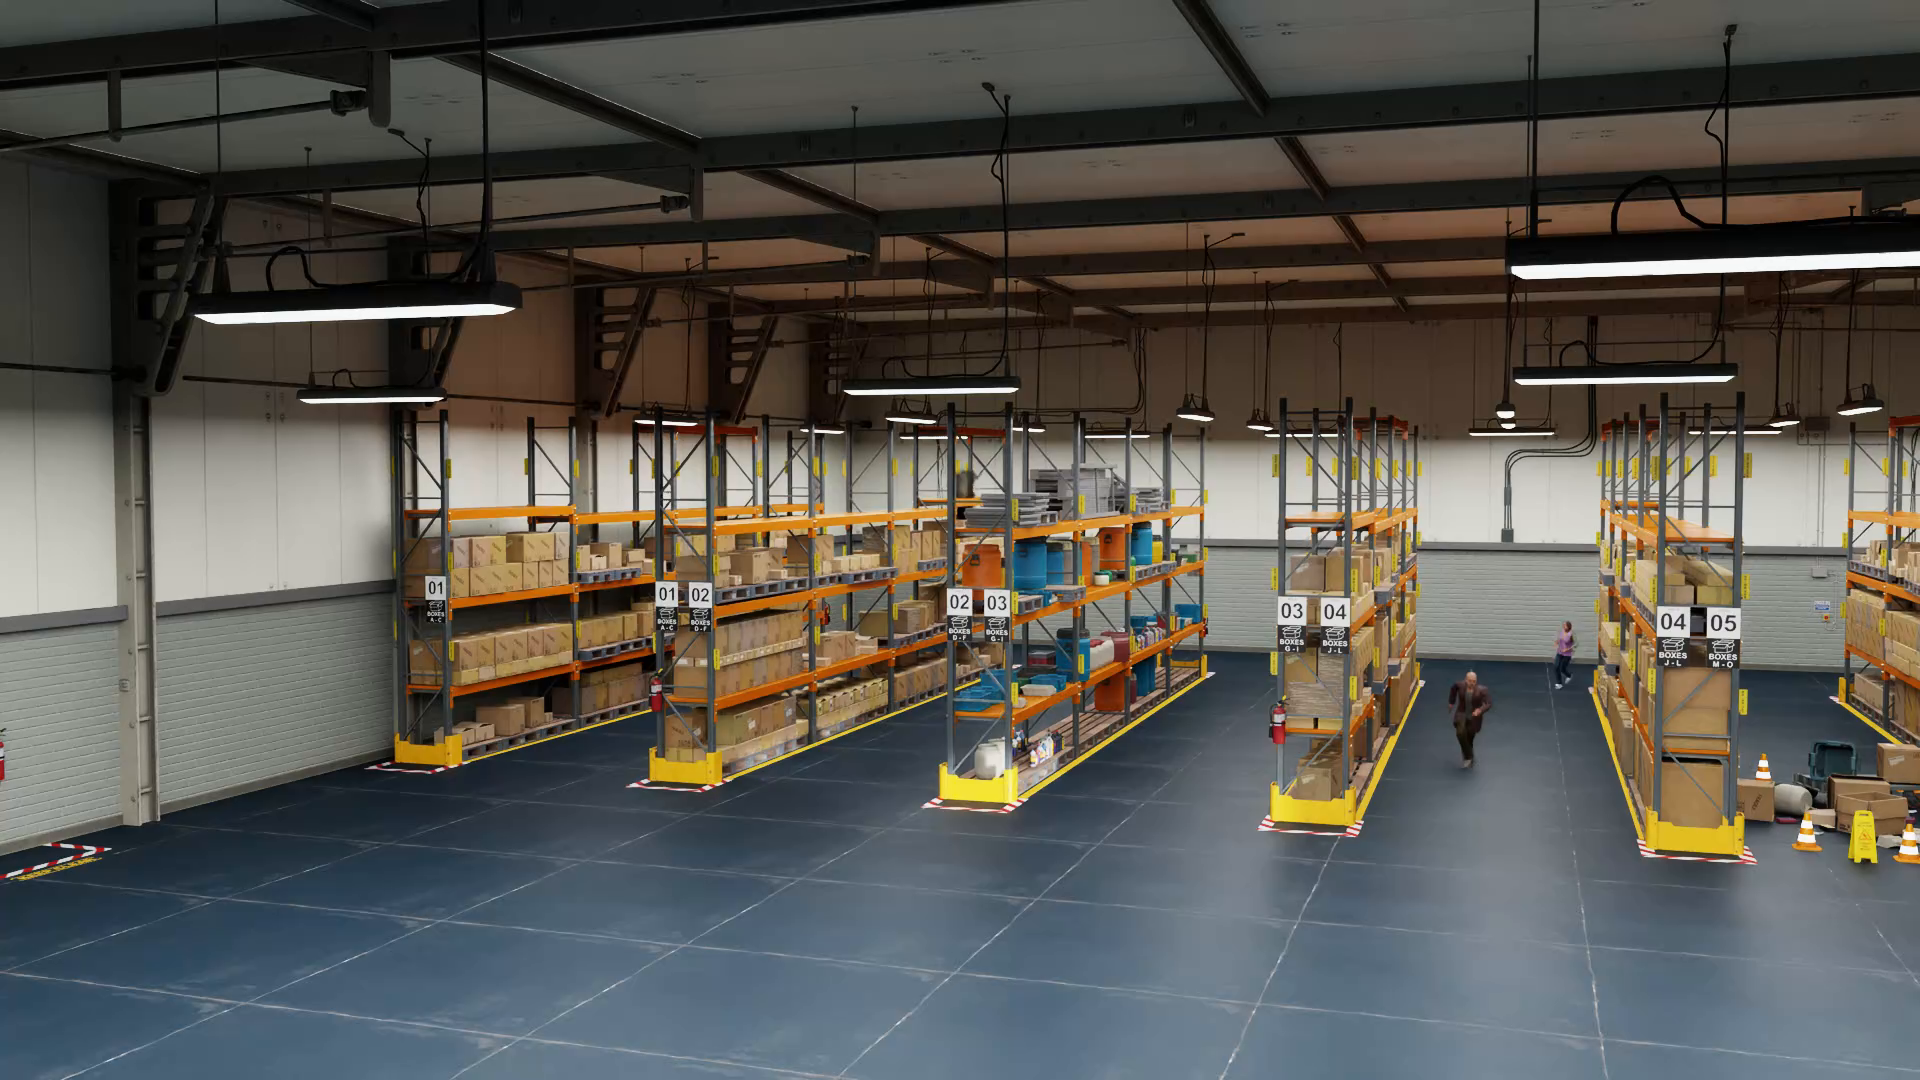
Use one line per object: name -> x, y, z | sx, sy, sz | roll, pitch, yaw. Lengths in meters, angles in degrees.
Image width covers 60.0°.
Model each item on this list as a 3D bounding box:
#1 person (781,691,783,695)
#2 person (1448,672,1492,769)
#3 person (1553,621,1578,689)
person -> -3.935, 2.766, 35.479 | 0.498, 1.449, 0.885 | 0, 2, -3
person -> 8.572, 2.976, 27.957 | 0.722, 1.616, 1.156 | 1, 3, 19
person -> 13.852, 2.621, 37.939 | 0.613, 1.565, 0.576 | -2, 3, -36
